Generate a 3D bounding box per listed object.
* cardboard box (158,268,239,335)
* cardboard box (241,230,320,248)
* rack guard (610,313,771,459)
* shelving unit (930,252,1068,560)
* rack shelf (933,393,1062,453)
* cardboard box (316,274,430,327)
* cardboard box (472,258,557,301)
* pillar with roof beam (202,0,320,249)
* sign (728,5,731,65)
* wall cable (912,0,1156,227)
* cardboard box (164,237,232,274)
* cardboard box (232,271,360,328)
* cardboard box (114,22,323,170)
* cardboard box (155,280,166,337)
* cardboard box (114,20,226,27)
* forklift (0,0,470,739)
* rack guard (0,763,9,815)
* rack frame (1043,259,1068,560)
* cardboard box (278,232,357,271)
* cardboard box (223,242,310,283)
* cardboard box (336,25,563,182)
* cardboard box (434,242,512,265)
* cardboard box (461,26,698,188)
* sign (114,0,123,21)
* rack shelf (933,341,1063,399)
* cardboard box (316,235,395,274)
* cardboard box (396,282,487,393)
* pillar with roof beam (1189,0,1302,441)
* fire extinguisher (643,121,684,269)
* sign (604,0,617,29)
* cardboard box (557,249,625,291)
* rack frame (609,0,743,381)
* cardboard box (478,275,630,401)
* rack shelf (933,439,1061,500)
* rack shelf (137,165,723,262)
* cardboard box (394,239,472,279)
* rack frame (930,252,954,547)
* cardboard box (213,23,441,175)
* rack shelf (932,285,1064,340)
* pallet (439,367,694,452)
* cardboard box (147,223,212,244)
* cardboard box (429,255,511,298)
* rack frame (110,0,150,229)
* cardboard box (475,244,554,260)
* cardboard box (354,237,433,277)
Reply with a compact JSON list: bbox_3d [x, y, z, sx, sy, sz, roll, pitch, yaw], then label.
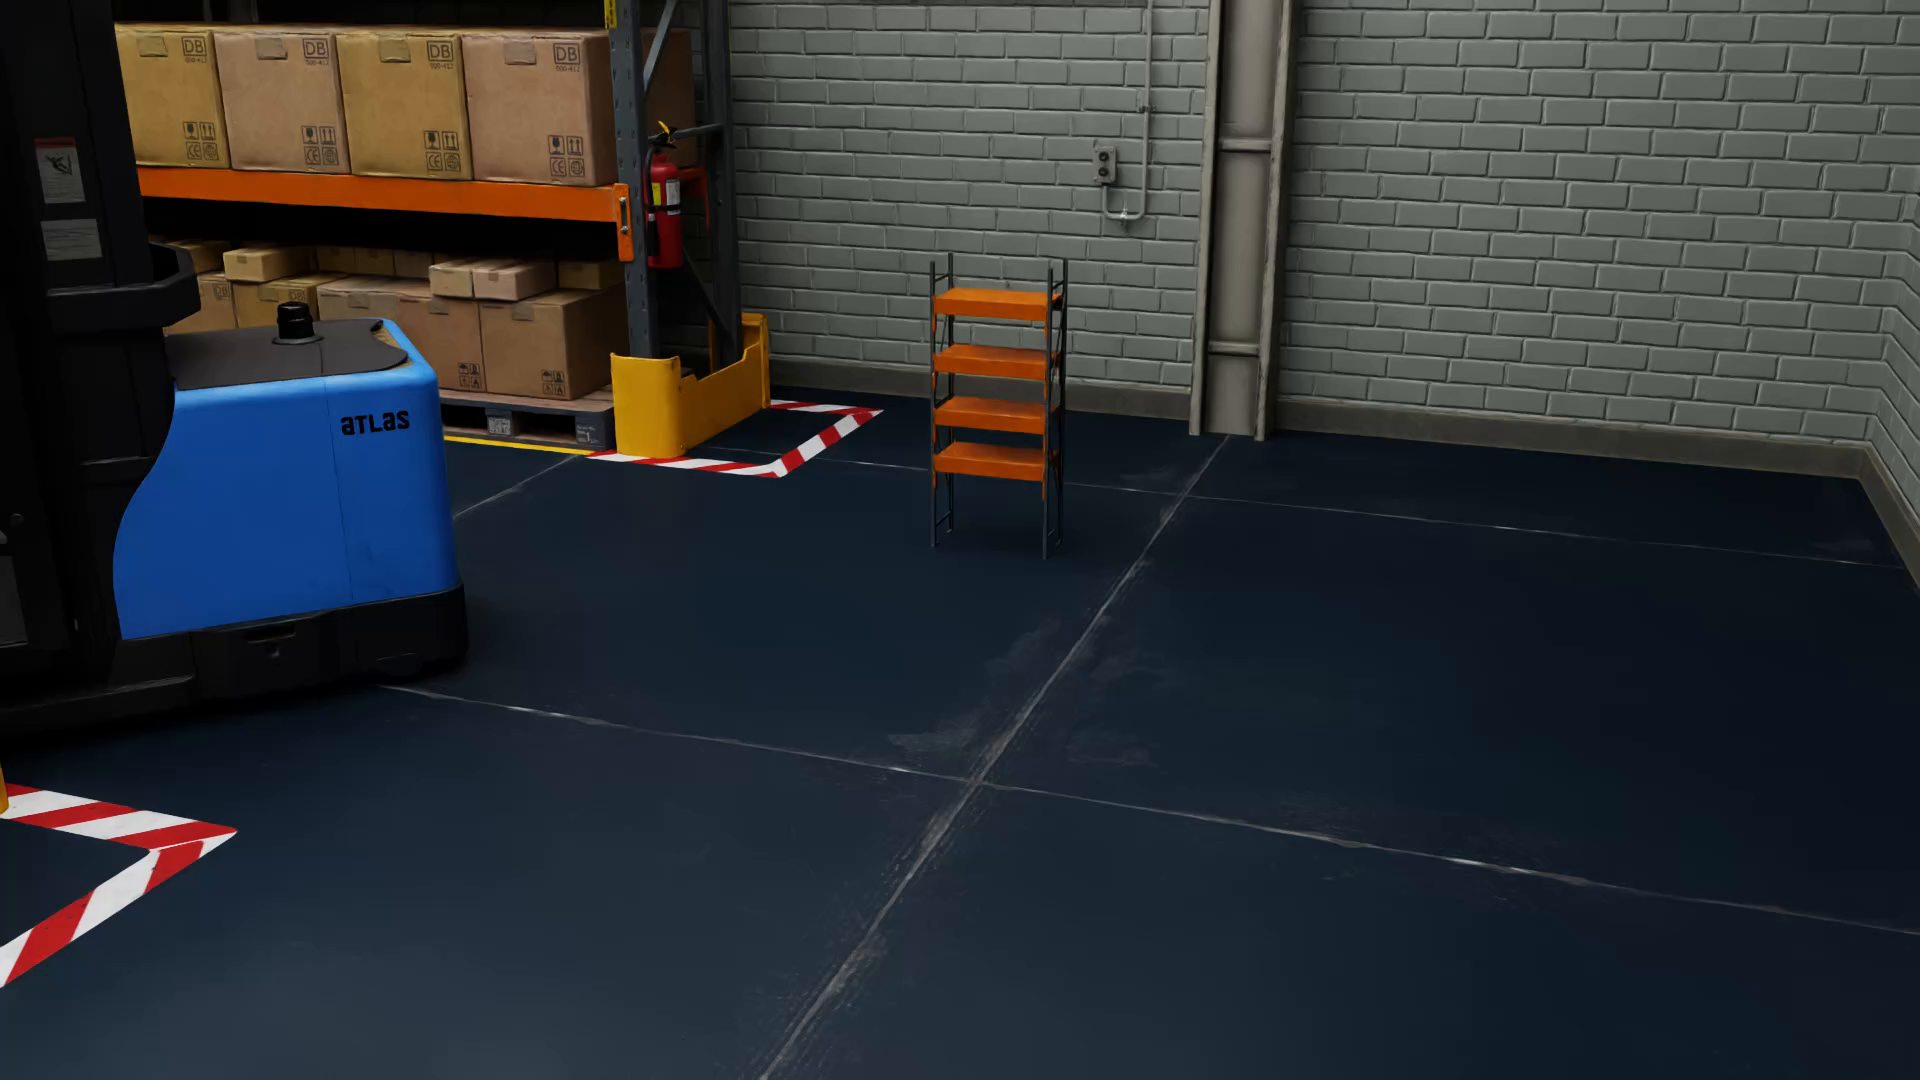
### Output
[{"bbox_3d":[-4.040,-1.295,9.395,0.500,0.500,0.700,6,20,18],"label":"cardboard box"},{"bbox_3d":[-3.838,-1.650,9.426,0.250,0.149,0.380,6,20,16],"label":"cardboard box"},{"bbox_3d":[-1.385,-0.830,8.699,0.348,0.500,1.175,7,20,18],"label":"rack guard"},{"bbox_3d":[0.156,-0.549,6.827,0.503,1.200,0.258,7,20,18],"label":"shelving unit"},{"bbox_3d":[0.156,-0.485,6.850,0.480,0.148,0.258,7,20,18],"label":"rack shelf"},{"bbox_3d":[-3.050,-1.184,9.075,0.500,0.500,0.700,6,20,16],"label":"cardboard box"},{"bbox_3d":[-2.283,-1.339,8.535,0.250,0.149,0.380,6,20,17],"label":"cardboard box"},{"bbox_3d":[-5.654,-4.133,5.261,0.400,9.000,9.100,7,20,18],"label":"pillar with roof beam"},{"bbox_3d":[-1.220,-2.631,8.632,0.005,0.325,0.100,7,20,18],"label":"sign"},{"bbox_3d":[0.112,-2.649,8.574,1.851,1.984,0.084,7,20,18],"label":"wall cable"},{"bbox_3d":[-4.250,-1.563,9.178,0.250,0.149,0.380,7,20,20],"label":"cardboard box"},{"bbox_3d":[-3.556,-1.239,9.234,0.500,0.500,0.700,7,20,19],"label":"cardboard box"},{"bbox_3d":[-3.992,-2.443,9.071,0.700,0.700,0.980,6,20,17],"label":"cardboard box"},{"bbox_3d":[-4.514,-1.351,9.553,0.500,0.500,0.700,7,20,19],"label":"cardboard box"},{"bbox_3d":[-4.679,-2.523,9.302,0.700,0.700,0.980,7,20,19],"label":"cardboard box"},{"bbox_3d":[-3.264,-0.860,5.092,3.031,2.935,1.130,-9,21,-24],"label":"forklift"},{"bbox_3d":[-3.102,0.700,4.310,0.348,0.500,1.175,7,20,18],"label":"rack guard"},{"bbox_3d":[0.387,-0.522,6.752,0.015,1.200,0.240,7,20,18],"label":"rack frame"},{"bbox_3d":[-3.600,-1.622,9.347,0.250,0.149,0.380,7,20,19],"label":"cardboard box"},{"bbox_3d":[-3.757,-1.507,9.016,0.250,0.149,0.380,6,20,17],"label":"cardboard box"},{"bbox_3d":[-2.584,-2.282,8.610,0.700,0.700,0.980,6,20,18],"label":"cardboard box"},{"bbox_3d":[-2.633,-1.512,9.032,0.250,0.149,0.380,7,20,19],"label":"cardboard box"},{"bbox_3d":[-1.893,-2.207,8.394,0.700,0.700,0.980,7,21,21],"label":"cardboard box"},{"bbox_3d":[-5.006,-3.064,9.874,0.005,0.325,0.100,7,20,18],"label":"sign"},{"bbox_3d":[0.156,-0.696,6.776,0.480,0.148,0.258,7,20,18],"label":"rack shelf"},{"bbox_3d":[-3.355,-1.595,9.268,0.250,0.149,0.380,6,20,17],"label":"cardboard box"},{"bbox_3d":[-2.575,-1.130,8.920,0.500,0.500,0.700,6,20,18],"label":"cardboard box"},{"bbox_3d":[0.014,-3.485,3.402,0.400,9.000,9.100,7,20,18],"label":"pillar with roof beam"},{"bbox_3d":[-1.417,-1.641,7.910,0.183,0.674,0.296,7,20,18],"label":"fire extinguisher"},{"bbox_3d":[-1.599,-2.505,7.585,0.005,0.325,0.100,7,20,18],"label":"sign"},{"bbox_3d":[-1.918,-1.431,8.798,0.250,0.149,0.380,7,20,18],"label":"cardboard box"},{"bbox_3d":[-1.408,-2.013,8.295,0.127,3.000,1.000,7,20,18],"label":"rack frame"},{"bbox_3d":[-2.102,-1.076,8.765,0.500,0.500,0.700,7,20,18],"label":"cardboard box"},{"bbox_3d":[0.156,-0.298,6.915,0.480,0.148,0.258,7,20,18],"label":"rack shelf"},{"bbox_3d":[-3.297,-1.890,9.033,4.000,0.370,1.077,7,20,18],"label":"rack shelf"},{"bbox_3d":[-2.874,-1.540,9.110,0.250,0.149,0.380,7,20,19],"label":"cardboard box"},{"bbox_3d":[-0.074,-0.575,6.903,0.015,1.200,0.240,7,20,18],"label":"rack frame"},{"bbox_3d":[-3.301,-2.367,8.854,0.700,0.700,0.980,6,20,15],"label":"cardboard box"},{"bbox_3d":[0.156,-0.920,6.698,0.480,0.148,0.258,7,20,18],"label":"rack shelf"},{"bbox_3d":[-2.189,-0.758,8.932,1.213,0.211,1.003,7,20,18],"label":"pallet"},{"bbox_3d":[-4.585,-1.734,9.669,0.250,0.149,0.380,6,20,18],"label":"cardboard box"},{"bbox_3d":[-2.525,-1.367,8.614,0.250,0.149,0.380,7,20,20],"label":"cardboard box"},{"bbox_3d":[-5.186,-2.445,9.534,0.127,3.000,1.000,7,20,18],"label":"rack frame"},{"bbox_3d":[-2.397,-1.485,8.954,0.250,0.149,0.380,7,20,18],"label":"cardboard box"},{"bbox_3d":[-3.116,-1.567,9.189,0.250,0.149,0.380,7,20,19],"label":"cardboard box"}]
